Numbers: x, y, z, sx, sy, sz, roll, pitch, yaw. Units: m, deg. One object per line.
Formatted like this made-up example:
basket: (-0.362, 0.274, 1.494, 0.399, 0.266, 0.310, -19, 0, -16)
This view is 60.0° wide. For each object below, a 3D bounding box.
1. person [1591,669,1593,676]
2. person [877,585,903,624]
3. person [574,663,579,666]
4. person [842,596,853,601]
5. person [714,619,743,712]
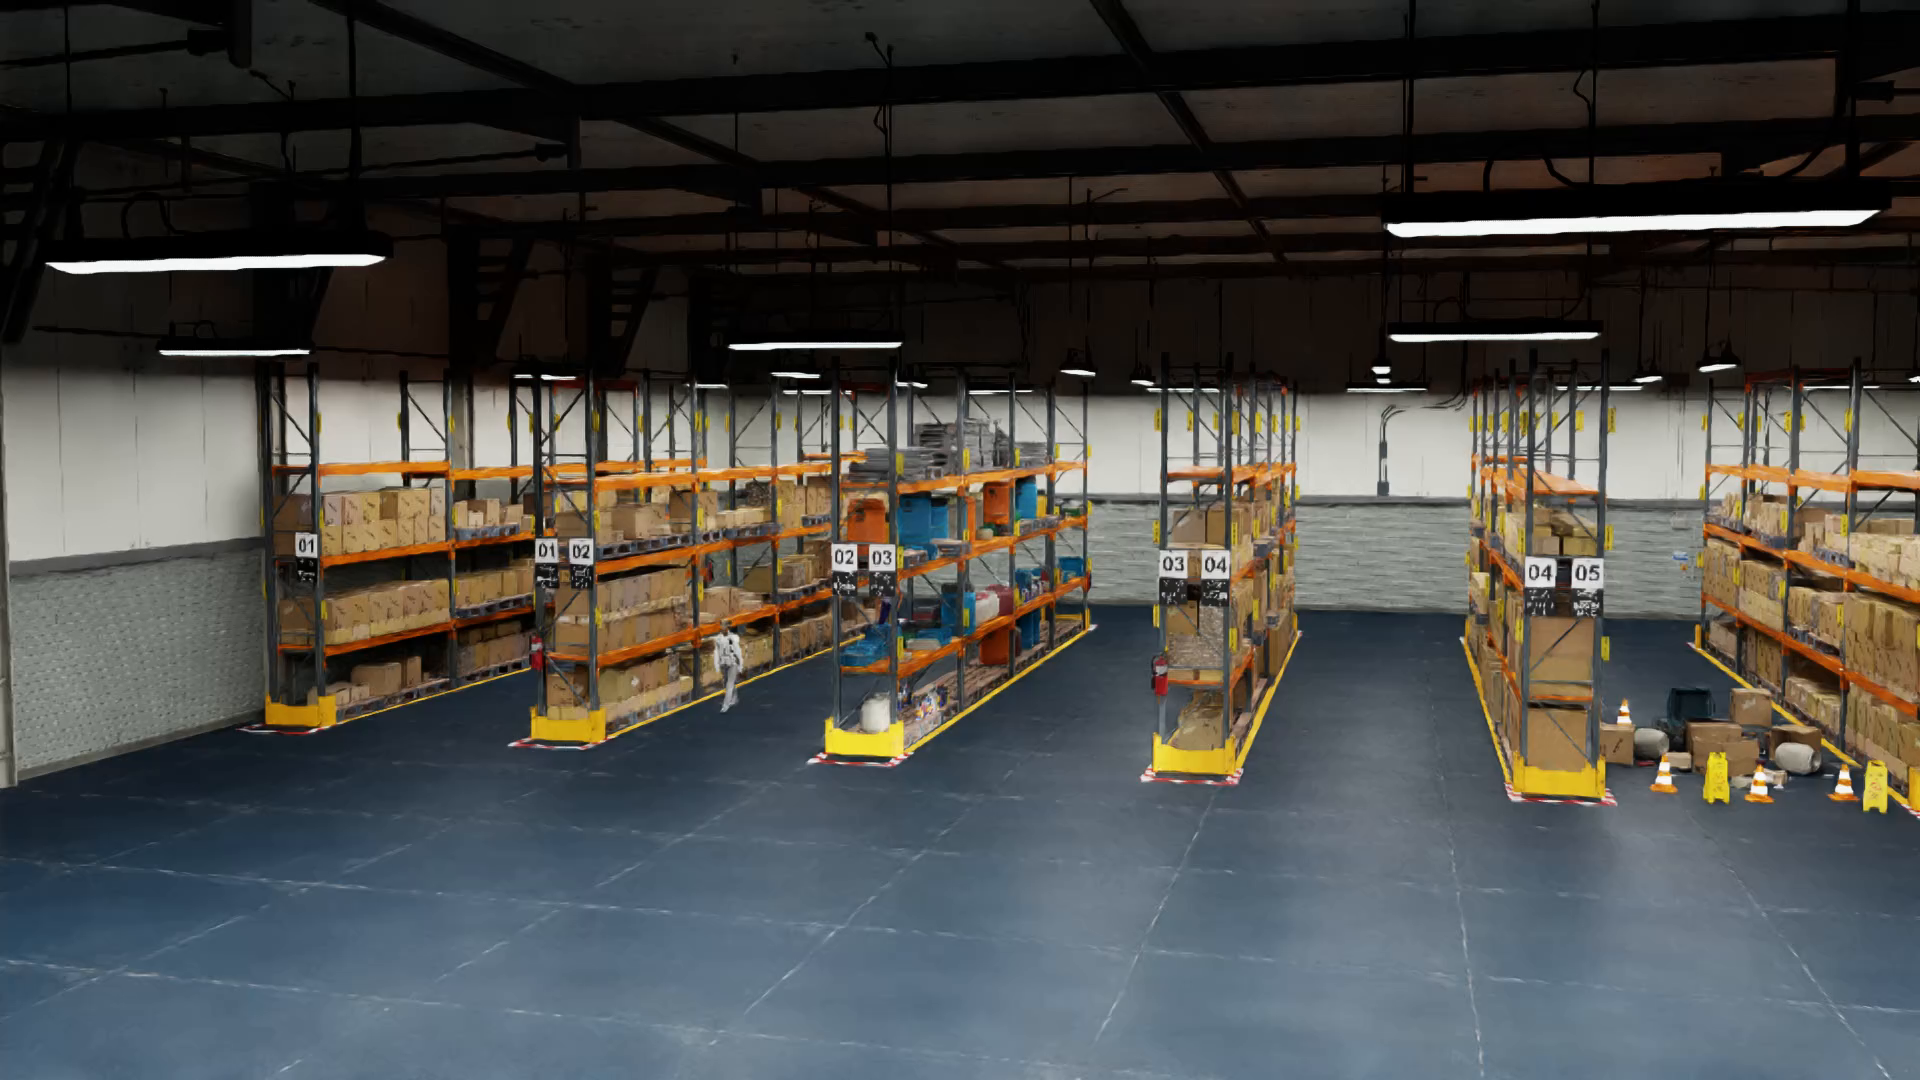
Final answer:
person: (12.475, 1.832, 33.022, 0.408, 1.678, 0.538, -1, 4, -16)
person: (-1.619, 1.525, 38.224, 0.625, 1.596, 0.510, 1, 4, 12)
person: (-6.896, 2.072, 30.681, 0.415, 1.517, 1.041, 1, 4, 12)
person: (-3.107, 0.986, 45.315, 0.647, 1.669, 0.447, -3, 5, -38)
person: (-4.062, 2.152, 28.962, 0.495, 1.589, 1.086, 1, 4, 17)
